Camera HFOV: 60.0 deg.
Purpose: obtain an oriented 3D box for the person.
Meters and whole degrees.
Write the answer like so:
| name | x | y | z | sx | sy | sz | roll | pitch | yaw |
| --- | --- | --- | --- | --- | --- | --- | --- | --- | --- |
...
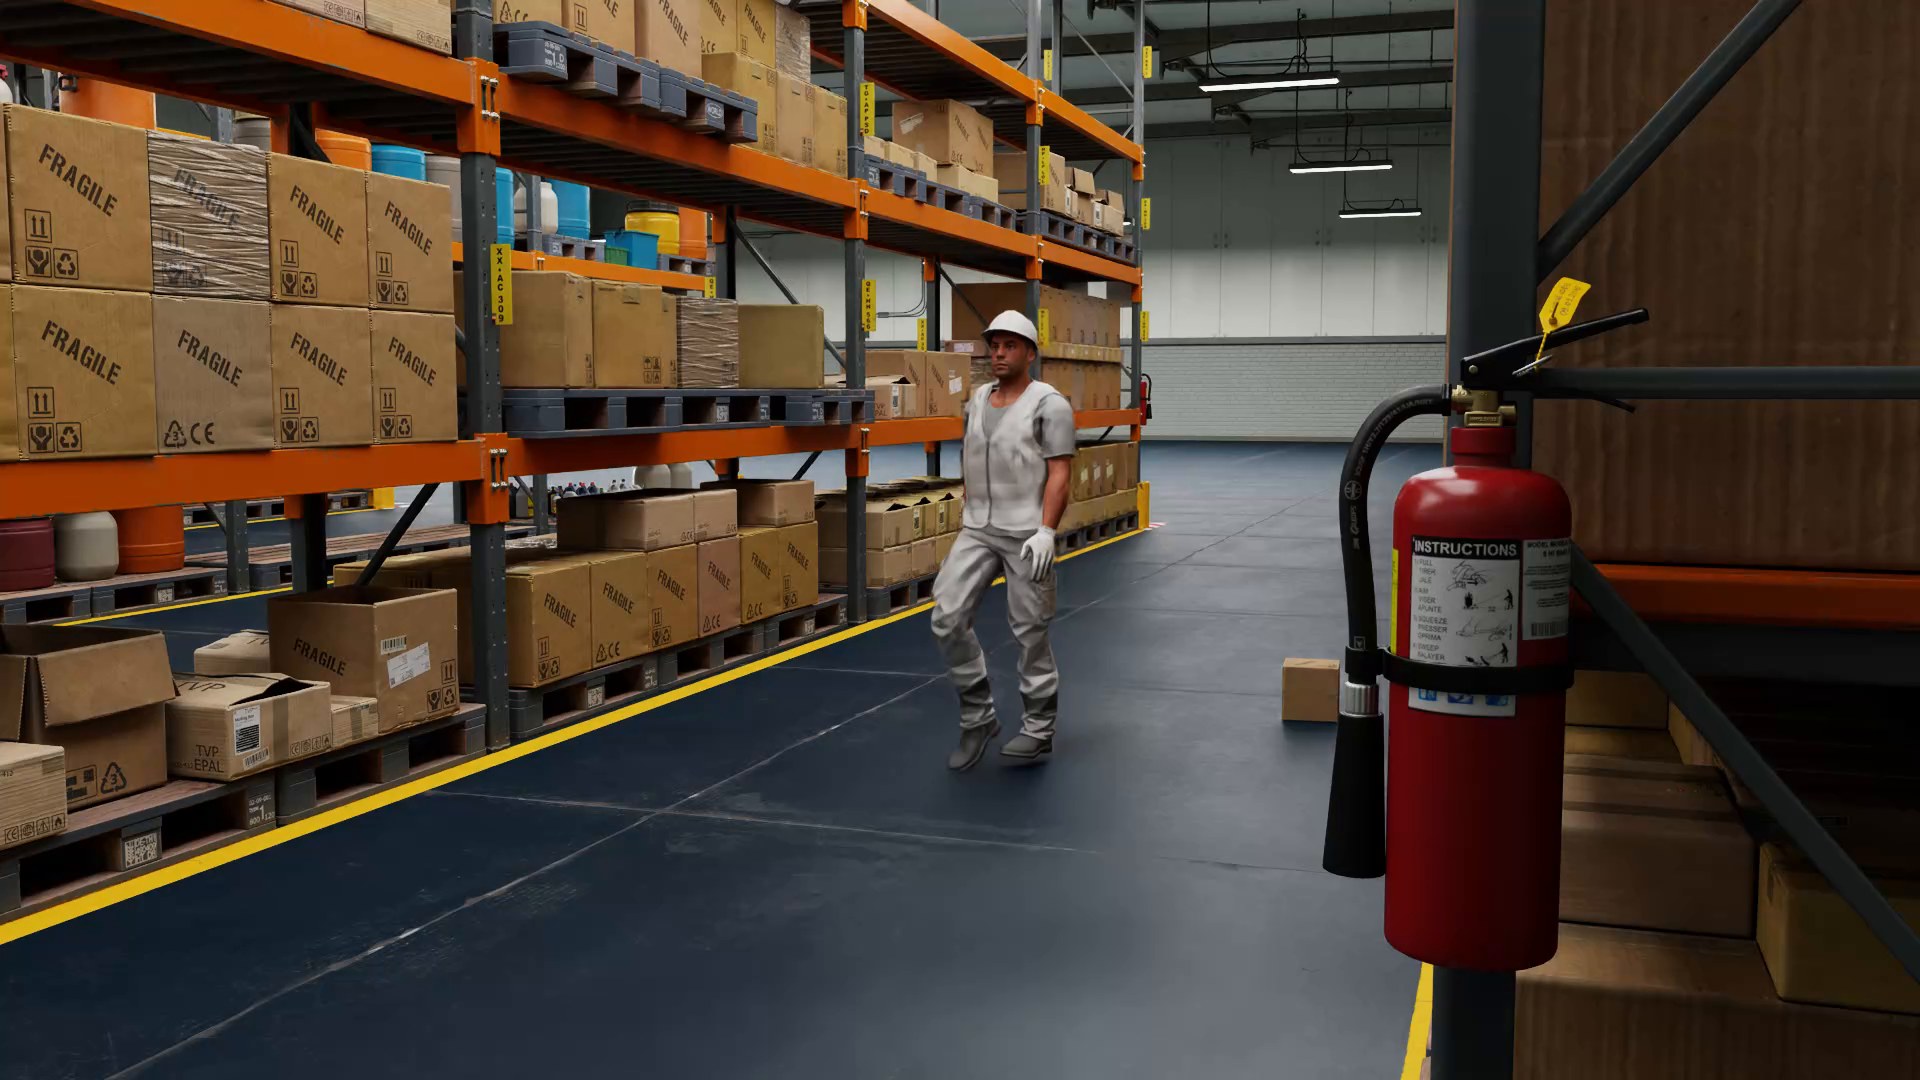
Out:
| name | x | y | z | sx | sy | sz | roll | pitch | yaw |
| --- | --- | --- | --- | --- | --- | --- | --- | --- | --- |
| person | 0.168 | 0.016 | 6.569 | 0.592 | 1.834 | 0.511 | 3 | 6 | 34 |
